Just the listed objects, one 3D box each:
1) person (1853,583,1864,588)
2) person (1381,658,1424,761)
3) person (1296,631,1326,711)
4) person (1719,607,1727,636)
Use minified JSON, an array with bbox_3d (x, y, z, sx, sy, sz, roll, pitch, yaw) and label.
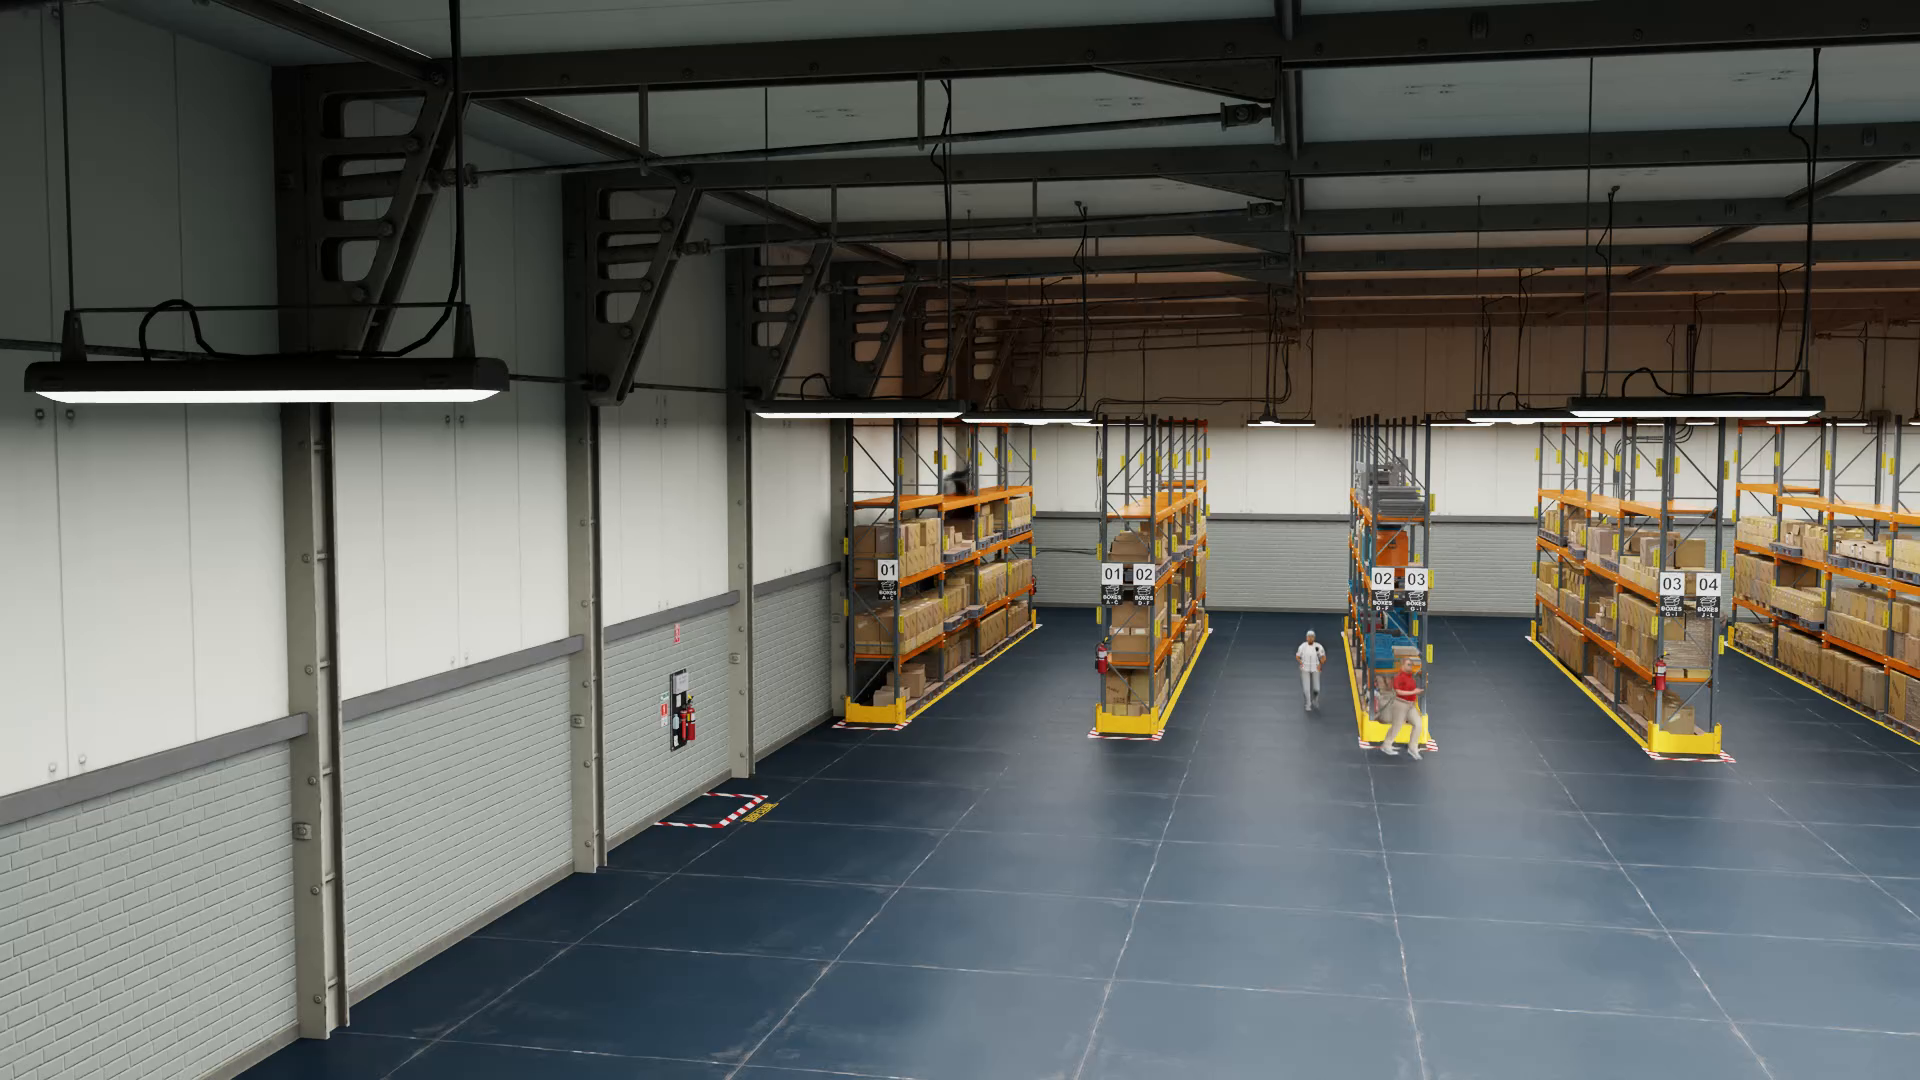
[{"bbox_3d":[24.336,1.971,44.620,0.751,1.624,0.612,0,4,6],"label":"person"},{"bbox_3d":[7.711,2.943,28.868,0.656,1.790,0.781,-3,5,-42],"label":"person"},{"bbox_3d":[7.124,2.661,33.801,0.601,1.619,0.565,1,4,11],"label":"person"},{"bbox_3d":[18.458,2.182,40.704,0.600,1.618,0.749,1,4,18],"label":"person"}]
